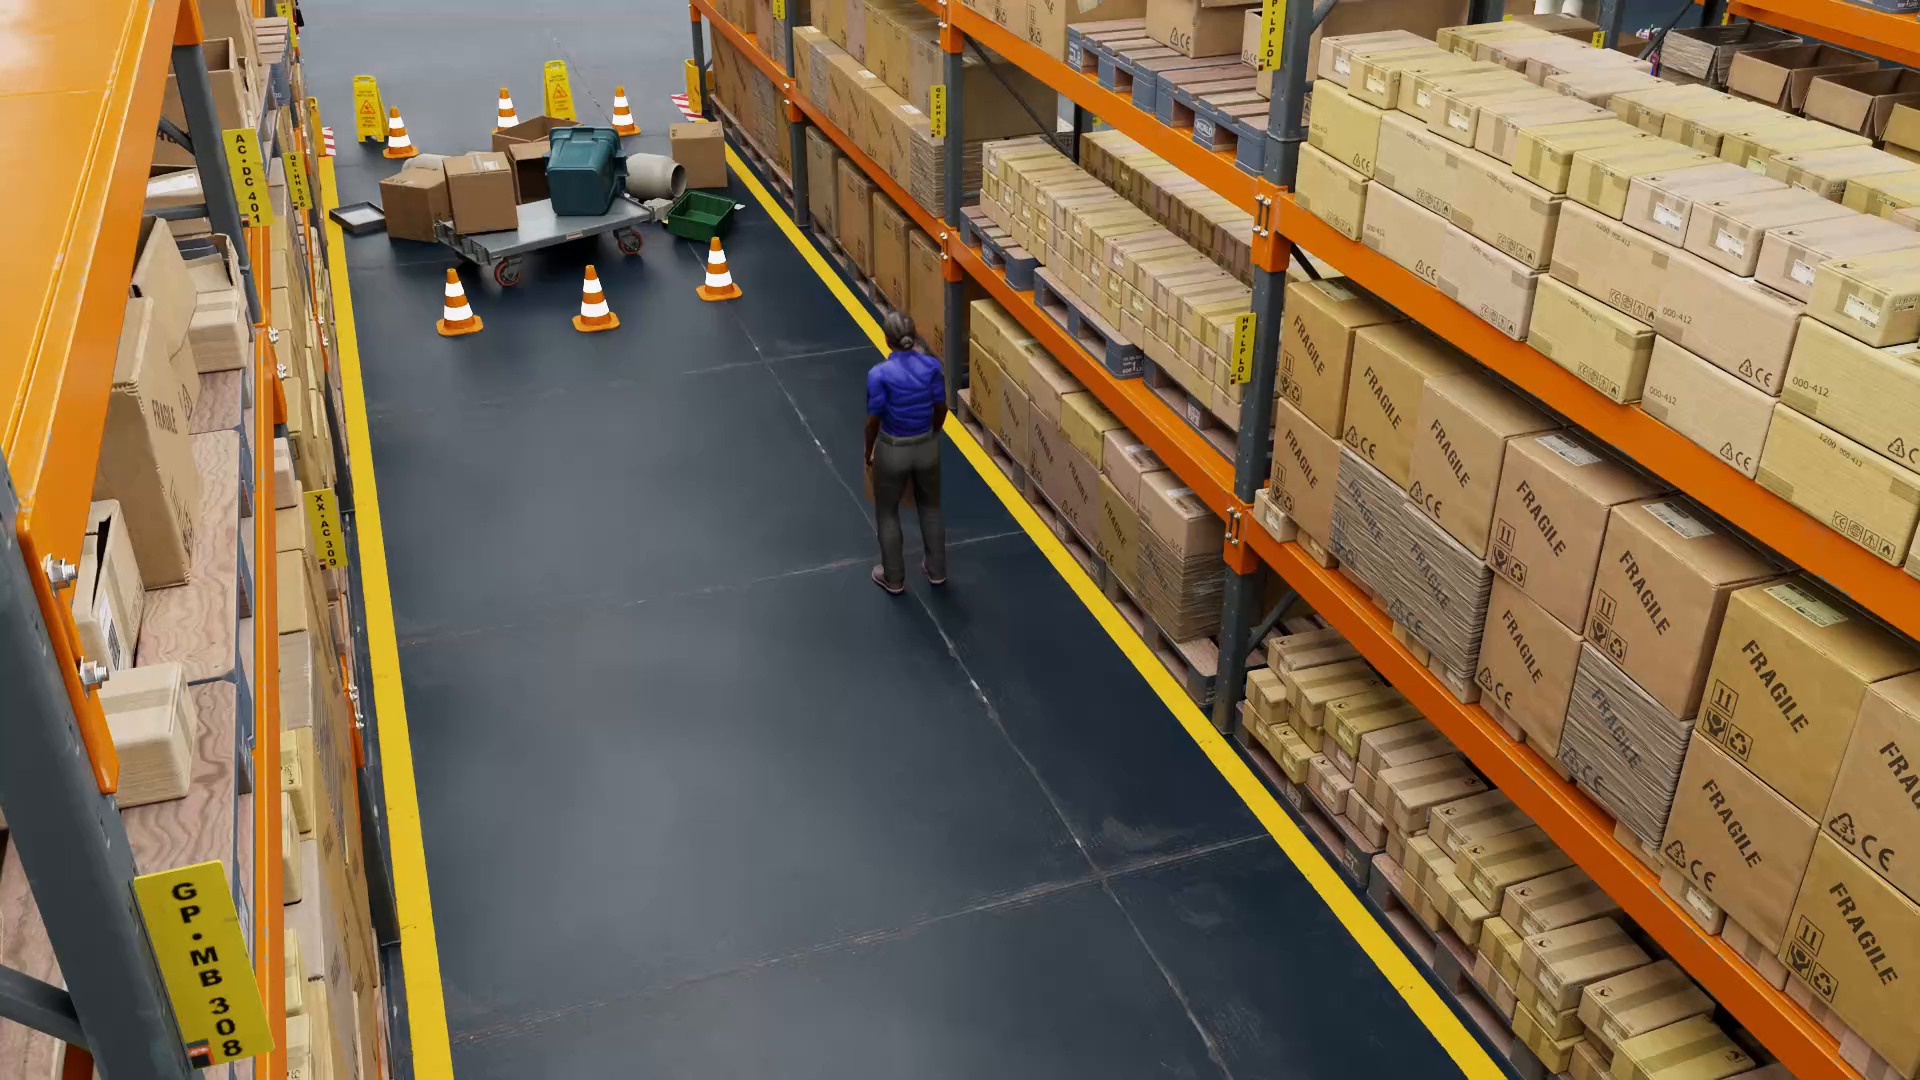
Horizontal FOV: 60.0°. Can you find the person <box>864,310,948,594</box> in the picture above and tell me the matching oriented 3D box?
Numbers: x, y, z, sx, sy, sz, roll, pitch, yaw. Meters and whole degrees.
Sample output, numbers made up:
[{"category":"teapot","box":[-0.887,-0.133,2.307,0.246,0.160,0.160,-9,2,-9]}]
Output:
[{"category":"person","box":[-0.295,-0.480,9.168,0.492,1.660,0.345,-11,32,-19]}]
